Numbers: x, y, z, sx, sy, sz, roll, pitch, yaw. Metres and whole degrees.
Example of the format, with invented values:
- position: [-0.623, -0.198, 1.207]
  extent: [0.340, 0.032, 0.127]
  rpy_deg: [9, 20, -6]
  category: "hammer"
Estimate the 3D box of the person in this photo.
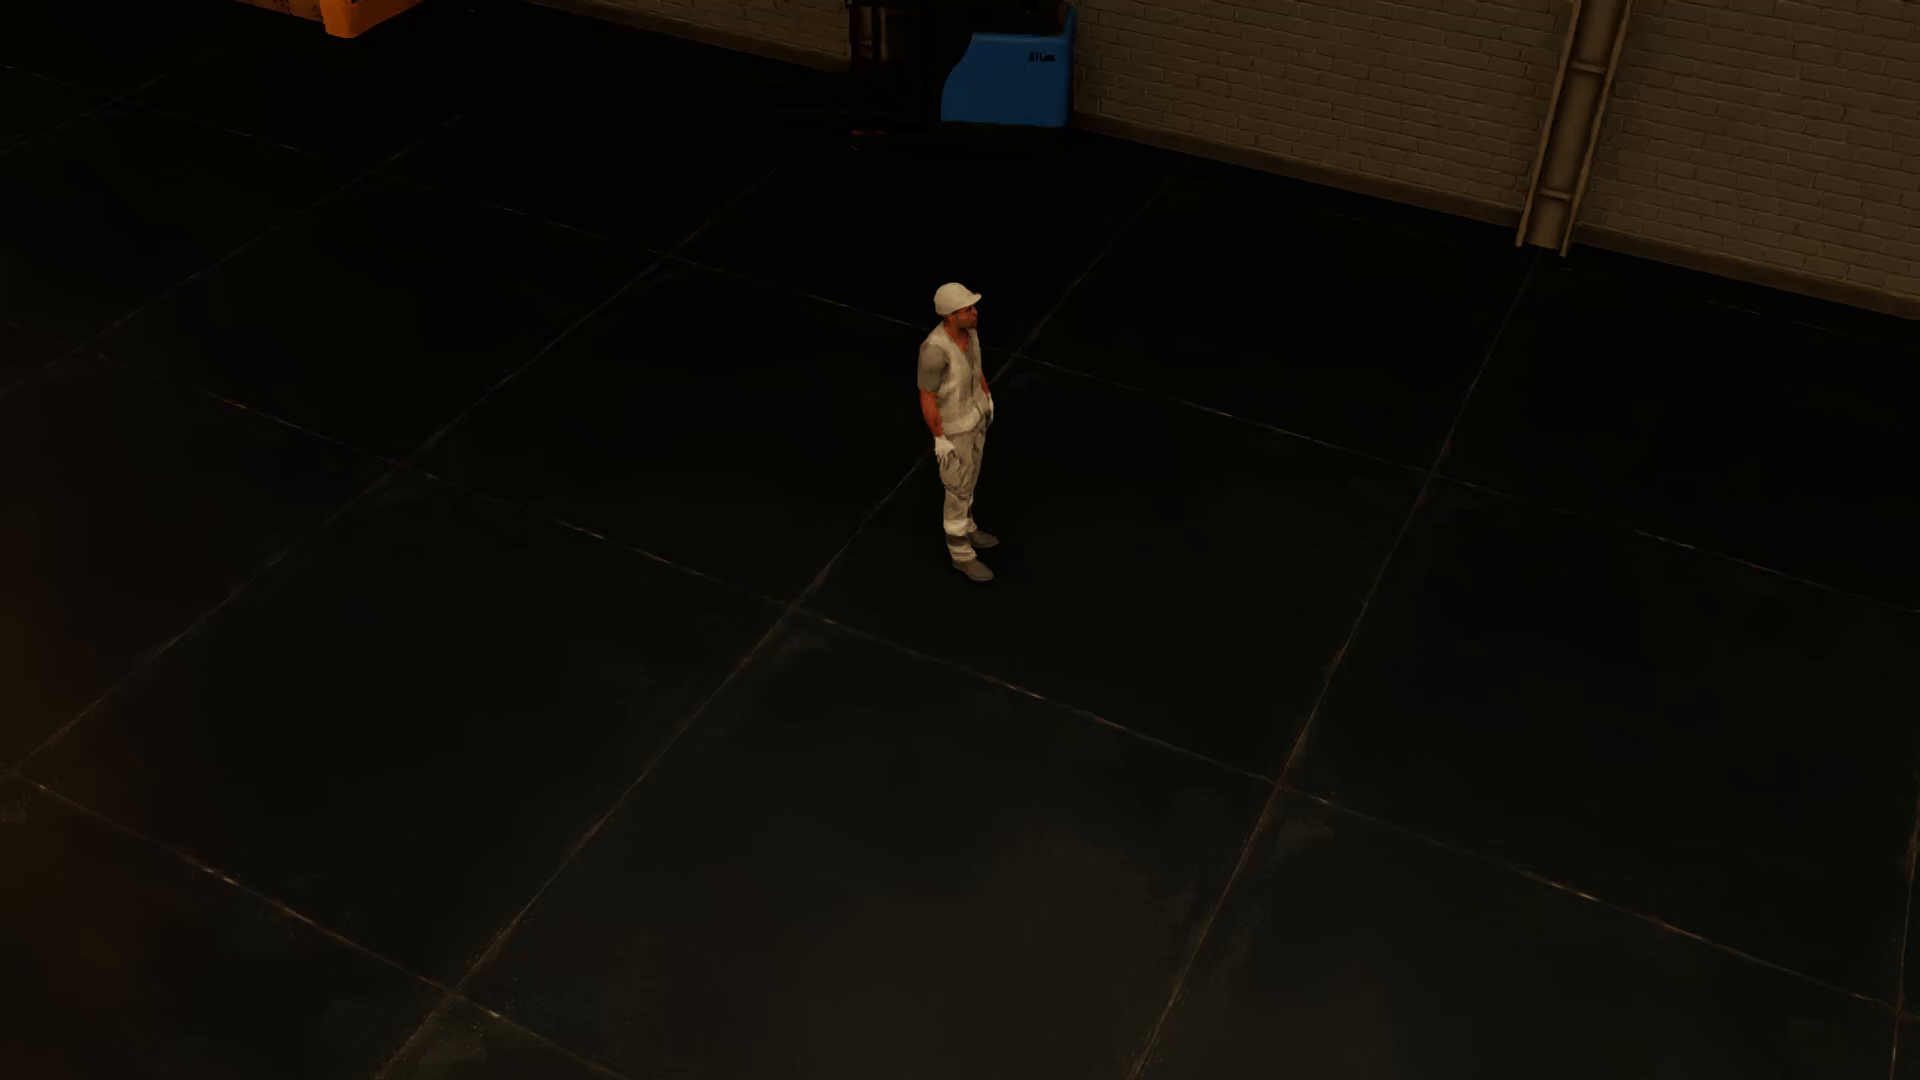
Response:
- position: [0.066, -0.660, 9.645]
  extent: [0.563, 1.787, 0.637]
  rpy_deg: [18, 43, 21]
  category: "person"

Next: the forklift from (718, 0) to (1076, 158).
- position: [-0.543, -4.773, 13.653]
  extent: [3.031, 2.935, 1.130]
  rpy_deg: [5, 40, 6]
  category: "forklift"
